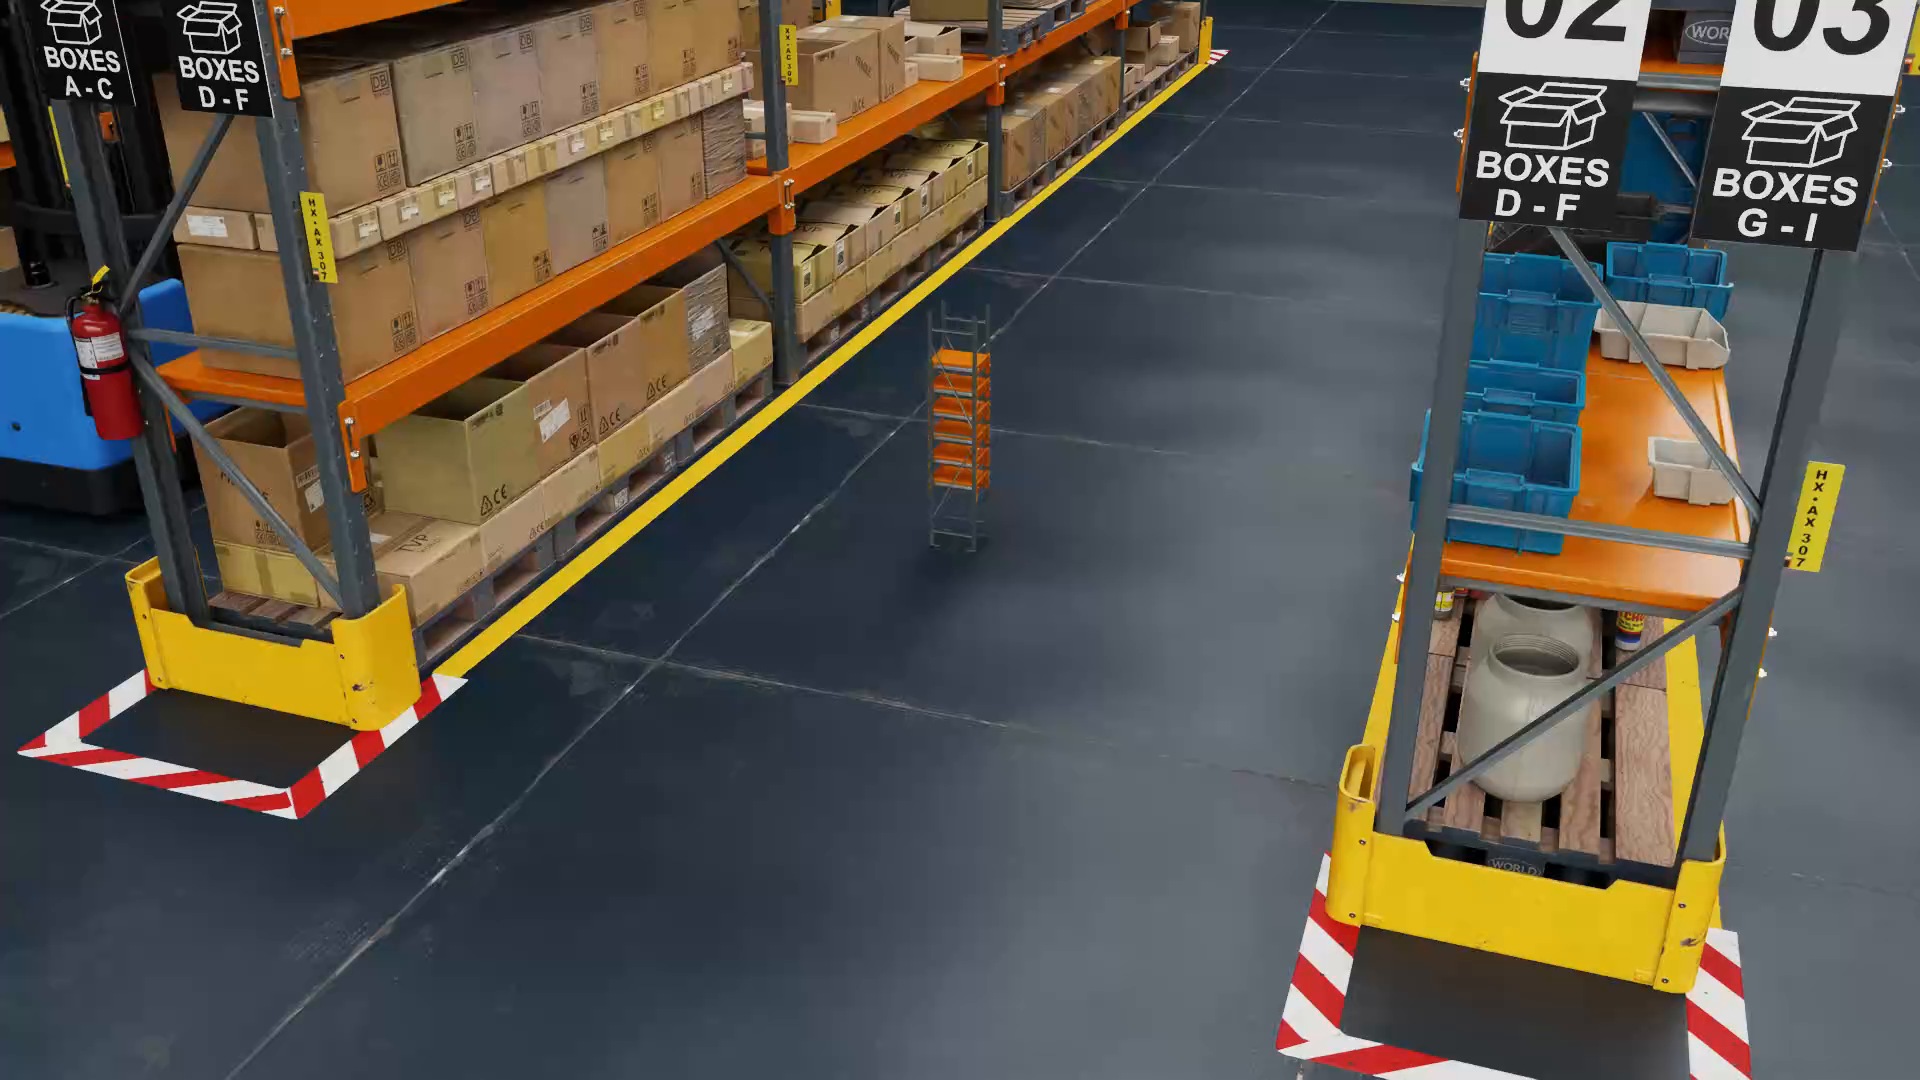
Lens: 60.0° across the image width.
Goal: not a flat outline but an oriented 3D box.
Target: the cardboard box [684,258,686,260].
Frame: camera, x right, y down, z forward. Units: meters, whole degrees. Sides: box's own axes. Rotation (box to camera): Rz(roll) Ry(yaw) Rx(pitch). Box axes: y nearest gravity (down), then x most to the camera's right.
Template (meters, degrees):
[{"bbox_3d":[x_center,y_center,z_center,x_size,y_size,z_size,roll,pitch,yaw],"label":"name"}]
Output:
[{"bbox_3d":[-1.938,-1.528,9.776,0.500,0.500,0.500,9,27,17],"label":"cardboard box"}]

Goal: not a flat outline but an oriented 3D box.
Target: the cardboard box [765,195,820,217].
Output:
[{"bbox_3d":[-1.288,-2.215,11.413,0.500,0.311,0.500,9,27,17],"label":"cardboard box"}]

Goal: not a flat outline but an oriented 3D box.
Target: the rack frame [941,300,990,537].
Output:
[{"bbox_3d":[0.026,-0.572,8.054,0.240,1.200,0.006,9,27,17],"label":"rack frame"}]

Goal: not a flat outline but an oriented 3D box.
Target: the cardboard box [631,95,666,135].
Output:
[{"bbox_3d":[-1.717,-2.160,8.411,0.380,0.149,0.250,9,27,17],"label":"cardboard box"}]

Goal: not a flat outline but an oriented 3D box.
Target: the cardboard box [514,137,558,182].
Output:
[{"bbox_3d":[-2.059,-1.737,7.536,0.380,0.149,0.250,8,27,17],"label":"cardboard box"}]

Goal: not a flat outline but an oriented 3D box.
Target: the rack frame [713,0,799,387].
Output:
[{"bbox_3d":[-1.488,-2.384,9.732,1.000,3.000,0.127,9,27,17],"label":"rack frame"}]

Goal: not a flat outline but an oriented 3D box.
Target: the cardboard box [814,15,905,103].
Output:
[{"bbox_3d":[-0.700,-3.381,11.676,0.500,0.500,0.500,7,27,15],"label":"cardboard box"}]

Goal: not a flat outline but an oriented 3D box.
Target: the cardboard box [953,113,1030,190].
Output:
[{"bbox_3d":[0.264,-3.246,13.876,0.500,0.500,0.500,10,28,20],"label":"cardboard box"}]

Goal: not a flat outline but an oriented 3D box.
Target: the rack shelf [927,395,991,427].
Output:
[{"bbox_3d":[-0.005,-0.602,7.943,0.258,0.103,0.180,9,27,17],"label":"rack shelf"}]

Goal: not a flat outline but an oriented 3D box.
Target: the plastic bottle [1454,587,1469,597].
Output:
[{"bbox_3d":[2.158,0.090,7.244,0.152,0.276,0.135,9,27,18],"label":"plastic bottle"}]

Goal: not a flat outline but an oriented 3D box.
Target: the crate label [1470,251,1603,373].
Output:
[{"bbox_3d":[2.208,-0.832,6.486,0.502,0.435,0.616,9,27,17],"label":"crate label"}]

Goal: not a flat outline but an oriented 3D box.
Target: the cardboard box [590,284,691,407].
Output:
[{"bbox_3d":[-1.776,-1.041,8.771,0.500,0.500,0.500,9,27,17],"label":"cardboard box"}]

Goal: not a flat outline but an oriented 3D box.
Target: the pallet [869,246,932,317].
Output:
[{"bbox_3d":[-0.875,-1.940,12.015,1.003,0.211,1.213,9,27,17],"label":"pallet"}]

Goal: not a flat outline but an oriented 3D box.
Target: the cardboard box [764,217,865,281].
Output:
[{"bbox_3d":[-0.944,-1.927,10.817,0.500,0.311,0.500,8,27,17],"label":"cardboard box"}]

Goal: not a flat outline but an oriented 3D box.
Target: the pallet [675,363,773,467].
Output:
[{"bbox_3d":[-1.792,-0.808,9.677,1.003,0.211,1.213,9,27,17],"label":"pallet"}]

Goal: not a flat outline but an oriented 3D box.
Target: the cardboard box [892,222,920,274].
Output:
[{"bbox_3d":[-0.609,-2.097,11.813,0.500,0.250,0.500,9,27,18],"label":"cardboard box"}]

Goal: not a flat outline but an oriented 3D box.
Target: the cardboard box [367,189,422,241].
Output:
[{"bbox_3d":[-2.400,-1.316,6.667,0.380,0.149,0.250,8,27,16],"label":"cardboard box"}]

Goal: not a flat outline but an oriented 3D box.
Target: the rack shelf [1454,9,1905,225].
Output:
[{"bbox_3d":[2.516,-1.869,6.051,1.077,0.370,4.000,9,27,17],"label":"rack shelf"}]

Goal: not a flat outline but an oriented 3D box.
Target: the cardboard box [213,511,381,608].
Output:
[{"bbox_3d":[-2.919,0.045,7.388,0.500,0.250,0.500,9,27,17],"label":"cardboard box"}]

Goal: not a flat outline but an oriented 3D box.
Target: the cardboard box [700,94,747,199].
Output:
[{"bbox_3d":[-1.630,-2.246,9.332,0.700,0.500,0.500,8,27,16],"label":"cardboard box"}]

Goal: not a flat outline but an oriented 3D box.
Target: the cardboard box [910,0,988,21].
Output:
[{"bbox_3d":[-0.054,-4.537,13.582,0.700,0.500,0.500,0,26,0],"label":"cardboard box"}]

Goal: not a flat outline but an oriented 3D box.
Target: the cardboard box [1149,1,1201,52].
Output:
[{"bbox_3d":[2.557,-6.129,19.830,0.500,0.500,0.500,9,27,17],"label":"cardboard box"}]

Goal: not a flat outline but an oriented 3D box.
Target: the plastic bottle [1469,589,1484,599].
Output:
[{"bbox_3d":[2.259,0.101,7.211,0.061,0.283,0.133,9,27,17],"label":"plastic bottle"}]

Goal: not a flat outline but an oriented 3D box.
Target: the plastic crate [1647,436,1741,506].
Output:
[{"bbox_3d":[2.452,-0.223,5.571,0.298,0.136,0.250,9,27,17],"label":"plastic crate"}]

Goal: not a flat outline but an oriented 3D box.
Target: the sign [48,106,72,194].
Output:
[{"bbox_3d":[-3.326,-1.452,6.207,0.100,0.325,0.005,9,27,17],"label":"sign"}]

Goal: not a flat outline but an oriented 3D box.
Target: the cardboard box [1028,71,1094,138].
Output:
[{"bbox_3d":[0.940,-4.092,15.623,0.500,0.500,0.500,9,27,18],"label":"cardboard box"}]

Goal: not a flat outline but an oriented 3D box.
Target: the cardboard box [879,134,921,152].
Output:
[{"bbox_3d":[-0.608,-3.059,13.156,0.500,0.311,0.500,10,27,19],"label":"cardboard box"}]

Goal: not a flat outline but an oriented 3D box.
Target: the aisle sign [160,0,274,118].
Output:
[{"bbox_3d":[-2.552,-1.839,5.623,0.394,0.787,0.004,9,27,17],"label":"aisle sign"}]

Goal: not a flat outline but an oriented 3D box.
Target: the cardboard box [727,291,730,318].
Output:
[{"bbox_3d":[-1.623,-1.548,10.678,0.500,0.250,0.500,8,27,17],"label":"cardboard box"}]

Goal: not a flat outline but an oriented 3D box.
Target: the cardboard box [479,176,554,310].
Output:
[{"bbox_3d":[-2.311,-1.395,7.574,0.700,0.500,0.500,9,27,18],"label":"cardboard box"}]

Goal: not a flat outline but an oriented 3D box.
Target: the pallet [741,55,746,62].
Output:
[{"bbox_3d":[-3.172,-5.435,19.232,1.003,0.211,1.213,9,27,17],"label":"pallet"}]

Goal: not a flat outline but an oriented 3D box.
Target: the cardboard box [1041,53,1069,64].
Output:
[{"bbox_3d":[0.783,-4.581,16.633,0.500,0.500,0.500,8,27,15],"label":"cardboard box"}]

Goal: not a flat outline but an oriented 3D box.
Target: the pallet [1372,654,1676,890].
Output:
[{"bbox_3d":[2.107,0.864,6.224,1.003,0.211,1.213,9,27,17],"label":"pallet"}]

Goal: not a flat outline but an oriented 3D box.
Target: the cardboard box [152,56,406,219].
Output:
[{"bbox_3d":[-2.634,-1.581,6.470,0.700,0.500,0.500,9,27,18],"label":"cardboard box"}]

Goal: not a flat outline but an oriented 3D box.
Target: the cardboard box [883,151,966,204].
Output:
[{"bbox_3d":[-0.266,-2.766,12.551,0.500,0.311,0.500,8,27,17],"label":"cardboard box"}]

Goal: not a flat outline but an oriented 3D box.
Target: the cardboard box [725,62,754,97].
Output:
[{"bbox_3d":[-1.377,-2.578,9.274,0.380,0.149,0.250,9,27,17],"label":"cardboard box"}]

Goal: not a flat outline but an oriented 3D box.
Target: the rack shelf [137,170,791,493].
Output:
[{"bbox_3d":[-2.154,-1.238,8.191,1.077,0.370,4.000,9,27,17],"label":"rack shelf"}]

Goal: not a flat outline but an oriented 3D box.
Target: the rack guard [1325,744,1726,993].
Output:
[{"bbox_3d":[1.832,1.067,5.473,1.175,0.500,0.348,9,27,17],"label":"rack guard"}]

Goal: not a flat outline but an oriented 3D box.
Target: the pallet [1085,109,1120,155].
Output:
[{"bbox_3d":[0.939,-4.077,16.428,1.003,0.211,1.213,9,27,17],"label":"pallet"}]

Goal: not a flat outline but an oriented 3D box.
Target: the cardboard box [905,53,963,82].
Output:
[{"bbox_3d":[-0.196,-3.505,12.335,0.380,0.149,0.250,9,27,17],"label":"cardboard box"}]

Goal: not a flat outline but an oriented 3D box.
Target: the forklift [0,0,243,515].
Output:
[{"bbox_3d":[-4.279,-2.066,9.153,1.130,2.935,3.031,8,27,16],"label":"forklift"}]

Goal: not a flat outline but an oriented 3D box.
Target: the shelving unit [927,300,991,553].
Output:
[{"bbox_3d":[-0.005,-0.534,7.976,0.258,1.200,0.189,9,27,17],"label":"shelving unit"}]

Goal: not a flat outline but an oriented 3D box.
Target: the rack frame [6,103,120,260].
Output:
[{"bbox_3d":[-6.161,-3.101,11.212,1.000,3.000,0.127,9,27,17],"label":"rack frame"}]

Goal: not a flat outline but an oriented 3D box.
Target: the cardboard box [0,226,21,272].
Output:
[{"bbox_3d":[-6.468,-1.741,10.768,0.500,0.500,0.500,7,27,14],"label":"cardboard box"}]

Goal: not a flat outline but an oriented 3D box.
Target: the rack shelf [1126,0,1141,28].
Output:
[{"bbox_3d":[1.840,-6.170,18.376,1.077,0.370,4.000,9,27,17],"label":"rack shelf"}]

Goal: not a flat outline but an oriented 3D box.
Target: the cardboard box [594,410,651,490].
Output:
[{"bbox_3d":[-1.930,-0.496,8.506,0.500,0.250,0.500,9,27,17],"label":"cardboard box"}]

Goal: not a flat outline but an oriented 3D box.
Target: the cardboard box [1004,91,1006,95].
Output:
[{"bbox_3d":[0.105,-3.732,14.879,0.500,0.500,0.500,8,27,16],"label":"cardboard box"}]

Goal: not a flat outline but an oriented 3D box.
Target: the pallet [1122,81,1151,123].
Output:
[{"bbox_3d":[1.404,-4.699,17.712,1.003,0.211,1.213,9,27,17],"label":"pallet"}]

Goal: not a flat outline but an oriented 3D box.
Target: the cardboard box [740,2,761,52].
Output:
[{"bbox_3d":[-2.810,-6.161,19.920,0.700,0.500,0.500,9,27,19],"label":"cardboard box"}]

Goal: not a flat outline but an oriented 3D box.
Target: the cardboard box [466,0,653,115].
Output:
[{"bbox_3d":[-1.964,-2.416,8.195,0.700,0.500,0.500,9,27,17],"label":"cardboard box"}]
